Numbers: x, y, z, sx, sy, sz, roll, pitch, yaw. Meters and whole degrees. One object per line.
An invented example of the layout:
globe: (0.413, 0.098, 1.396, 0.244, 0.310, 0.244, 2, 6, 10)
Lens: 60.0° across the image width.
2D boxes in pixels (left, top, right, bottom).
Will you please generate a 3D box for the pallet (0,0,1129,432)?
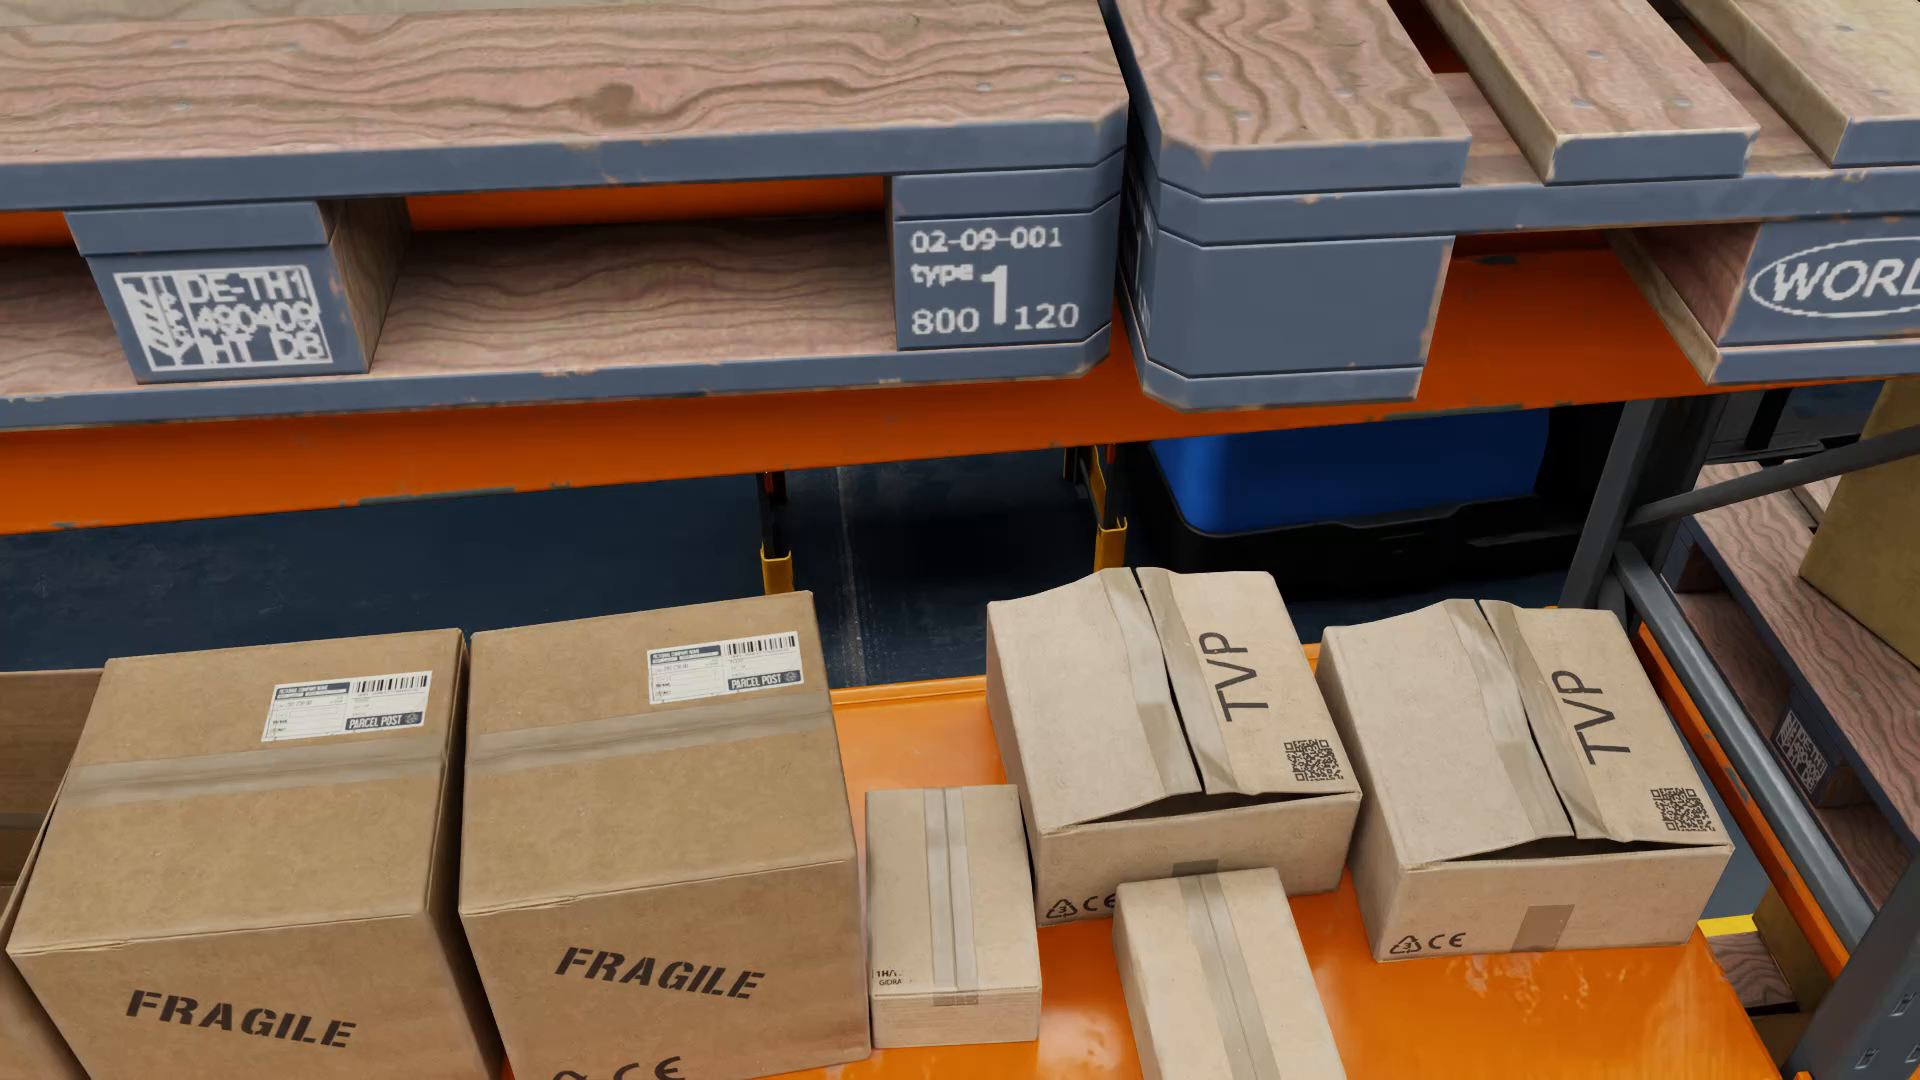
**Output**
pallet: (-0.530, -0.496, 1.461, 1.213, 0.211, 1.003, -3, 42, -4)

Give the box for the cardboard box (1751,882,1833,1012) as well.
cardboard box: (2.137, 0.858, 3.597, 0.500, 0.500, 0.500, -3, 42, -4)

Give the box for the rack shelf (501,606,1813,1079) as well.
rack shelf: (-0.743, 0.771, 2.692, 4.000, 0.370, 1.077, -5, 42, -6)

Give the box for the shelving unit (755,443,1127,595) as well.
shelving unit: (-0.076, -0.550, 4.740, 1.083, 1.500, 0.587, -5, 42, -6)

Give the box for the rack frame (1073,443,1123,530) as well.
rack frame: (0.419, -0.594, 4.788, 0.032, 1.500, 0.500, -5, 42, -6)

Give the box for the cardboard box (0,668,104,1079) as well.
cardboard box: (-1.440, 0.539, 2.338, 0.500, 0.500, 0.500, -2, 42, -2)

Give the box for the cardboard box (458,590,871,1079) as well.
cardboard box: (-0.421, 0.450, 2.437, 0.500, 0.500, 0.500, -7, 43, -8)

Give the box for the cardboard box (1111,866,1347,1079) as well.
cardboard box: (0.384, 0.686, 2.438, 0.250, 0.149, 0.380, -5, 42, -6)

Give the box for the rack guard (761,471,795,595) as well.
rack guard: (-0.569, -0.043, 5.111, 0.087, 0.250, 0.587, -5, 42, -6)

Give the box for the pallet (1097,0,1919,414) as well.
pallet: (0.579, -0.595, 1.571, 1.003, 0.211, 1.213, -3, 42, -4)

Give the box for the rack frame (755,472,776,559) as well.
rack frame: (-0.589, -0.505, 4.691, 0.032, 1.500, 0.500, -5, 42, -6)

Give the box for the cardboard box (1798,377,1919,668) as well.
cardboard box: (1.850, 0.008, 2.613, 0.500, 0.500, 0.700, -19, 45, -20)

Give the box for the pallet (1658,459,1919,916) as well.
pallet: (1.903, 0.296, 2.825, 1.003, 0.211, 1.213, -5, 42, -6)

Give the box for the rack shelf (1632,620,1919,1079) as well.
rack shelf: (3.223, 0.424, 3.077, 4.000, 0.370, 1.077, -5, 42, -6)

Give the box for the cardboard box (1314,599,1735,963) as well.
cardboard box: (0.874, 0.366, 2.671, 0.500, 0.311, 0.500, -3, 42, -3)

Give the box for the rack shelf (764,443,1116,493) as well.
rack shelf: (-0.085, -0.416, 4.860, 1.000, 0.185, 0.538, -5, 42, -6)

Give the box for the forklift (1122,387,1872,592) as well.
forklift: (2.048, -1.392, 4.605, 3.031, 2.935, 1.130, -7, 43, -8)

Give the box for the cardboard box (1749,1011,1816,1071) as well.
cardboard box: (1.729, 1.246, 3.167, 0.500, 0.500, 0.500, -3, 42, -4)

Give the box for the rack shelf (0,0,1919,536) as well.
rack shelf: (-0.743, -0.342, 1.688, 4.000, 0.370, 1.077, -5, 42, -6)

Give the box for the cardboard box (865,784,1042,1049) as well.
cardboard box: (-0.017, 0.572, 2.564, 0.250, 0.149, 0.380, -2, 42, -2)

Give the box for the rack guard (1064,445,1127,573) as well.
rack guard: (0.418, -0.129, 5.207, 0.087, 0.250, 0.587, -5, 42, -6)

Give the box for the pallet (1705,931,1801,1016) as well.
pallet: (1.986, 1.326, 3.622, 1.213, 0.211, 1.003, -5, 42, -6)

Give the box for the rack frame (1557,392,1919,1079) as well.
rack frame: (1.240, 0.331, 2.644, 0.127, 3.000, 1.000, -5, 42, -6)

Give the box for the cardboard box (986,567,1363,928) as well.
cardboard box: (0.328, 0.313, 2.730, 0.500, 0.311, 0.500, -5, 42, -6)

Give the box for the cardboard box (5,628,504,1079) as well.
cardboard box: (-0.943, 0.496, 2.386, 0.500, 0.500, 0.500, -5, 42, -5)
